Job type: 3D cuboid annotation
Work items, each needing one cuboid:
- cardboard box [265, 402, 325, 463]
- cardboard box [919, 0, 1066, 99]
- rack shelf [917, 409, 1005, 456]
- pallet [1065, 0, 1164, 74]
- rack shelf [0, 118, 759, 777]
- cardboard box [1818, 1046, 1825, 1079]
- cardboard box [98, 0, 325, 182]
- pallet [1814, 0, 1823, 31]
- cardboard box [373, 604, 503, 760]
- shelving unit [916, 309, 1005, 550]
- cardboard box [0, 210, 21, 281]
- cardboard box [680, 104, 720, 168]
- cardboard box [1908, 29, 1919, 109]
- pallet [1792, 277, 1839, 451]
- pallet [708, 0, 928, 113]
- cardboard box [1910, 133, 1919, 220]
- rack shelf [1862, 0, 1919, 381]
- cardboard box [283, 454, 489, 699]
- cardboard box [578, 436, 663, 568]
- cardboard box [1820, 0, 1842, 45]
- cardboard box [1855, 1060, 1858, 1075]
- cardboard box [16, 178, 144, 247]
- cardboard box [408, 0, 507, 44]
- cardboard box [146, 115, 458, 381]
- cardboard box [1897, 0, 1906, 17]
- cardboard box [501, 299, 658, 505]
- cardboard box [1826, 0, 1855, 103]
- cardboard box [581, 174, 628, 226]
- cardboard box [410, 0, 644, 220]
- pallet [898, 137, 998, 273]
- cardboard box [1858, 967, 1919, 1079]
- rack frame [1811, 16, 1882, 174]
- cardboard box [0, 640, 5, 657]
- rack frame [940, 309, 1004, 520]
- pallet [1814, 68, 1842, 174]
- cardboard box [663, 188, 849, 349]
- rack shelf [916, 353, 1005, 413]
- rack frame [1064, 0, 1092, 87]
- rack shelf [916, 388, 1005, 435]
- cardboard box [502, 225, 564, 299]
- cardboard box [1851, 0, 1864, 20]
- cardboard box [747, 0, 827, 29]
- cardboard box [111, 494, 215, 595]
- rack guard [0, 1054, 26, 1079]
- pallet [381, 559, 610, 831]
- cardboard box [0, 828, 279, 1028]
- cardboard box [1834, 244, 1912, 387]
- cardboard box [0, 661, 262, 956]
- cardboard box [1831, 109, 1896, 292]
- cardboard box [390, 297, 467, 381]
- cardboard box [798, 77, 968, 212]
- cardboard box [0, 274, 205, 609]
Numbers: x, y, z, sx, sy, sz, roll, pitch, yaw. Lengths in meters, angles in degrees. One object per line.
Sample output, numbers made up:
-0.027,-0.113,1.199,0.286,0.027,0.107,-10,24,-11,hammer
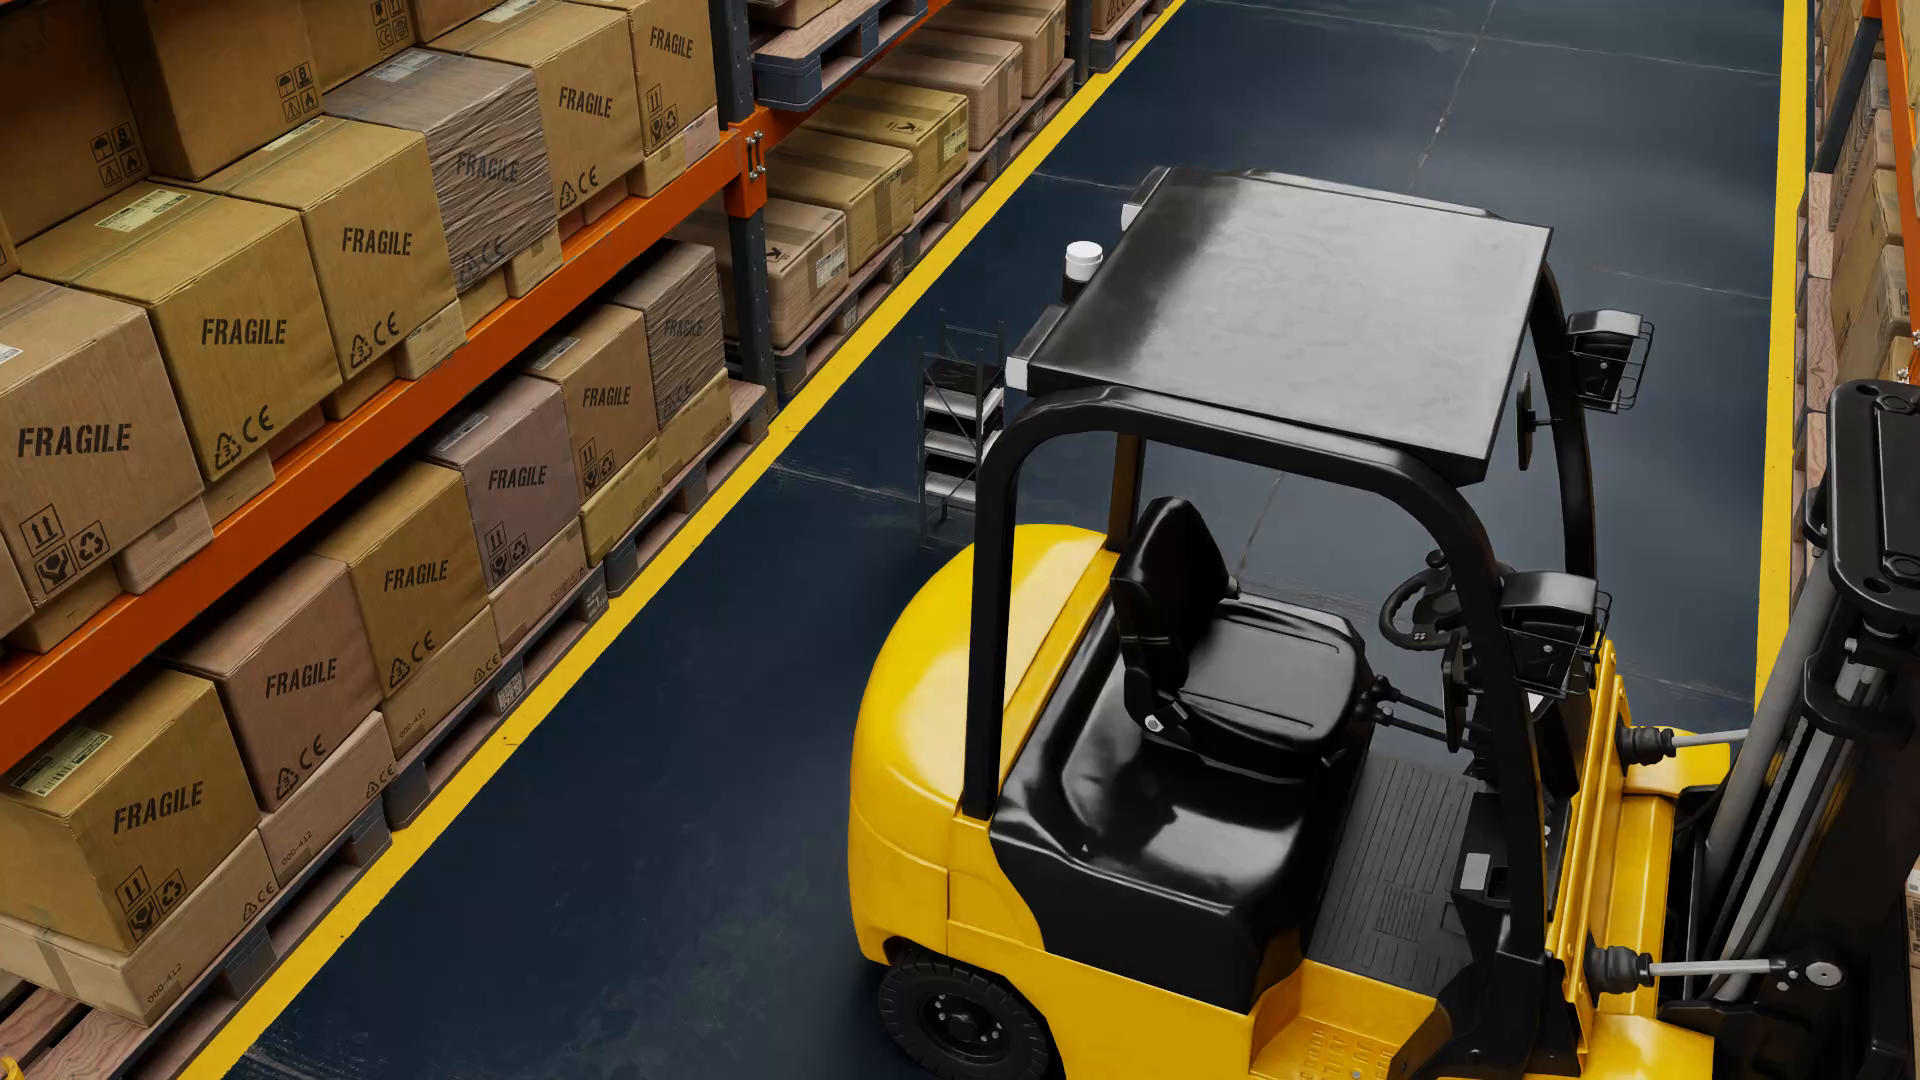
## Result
-1.934,-0.349,4.421,0.380,0.149,0.250,15,39,19,cardboard box
0.055,-2.831,9.376,0.950,0.372,0.625,11,38,15,cardboard box
0.003,-0.410,5.953,0.258,0.077,0.200,14,39,18,rack shelf
0.649,-3.328,10.526,1.003,0.211,1.213,14,39,18,pallet
-2.004,-0.415,4.901,1.077,0.370,4.000,14,39,18,rack shelf
2.287,1.293,3.961,0.500,0.250,0.500,15,39,19,cardboard box
-2.156,-1.317,4.340,0.700,0.500,0.500,14,39,17,cardboard box
6.118,-3.536,10.804,1.003,0.211,1.213,14,39,18,pallet
-1.805,0.367,5.199,0.500,0.250,0.500,16,40,21,cardboard box
0.003,-0.365,5.987,0.258,0.900,0.210,14,39,18,shelving unit
-2.573,-0.767,3.603,0.700,0.500,0.500,14,39,18,cardboard box
-1.083,-1.463,5.911,0.380,0.149,0.250,13,39,17,cardboard box
3.891,-1.796,6.272,0.500,0.250,0.500,15,39,19,cardboard box
4.056,-0.660,6.957,1.003,0.211,1.213,14,39,18,pallet
-0.818,-2.124,6.746,1.003,0.211,1.213,14,39,18,pallet
3.485,-1.240,5.529,0.500,0.250,0.500,14,39,17,cardboard box
4.110,-1.501,6.354,1.077,0.370,4.000,14,39,18,rack shelf
-1.800,0.073,4.966,0.500,0.500,0.500,15,39,19,cardboard box
-1.413,-0.192,5.947,0.500,0.250,0.500,13,39,17,cardboard box
5.410,-3.204,9.768,0.500,0.500,0.500,12,39,16,cardboard box
2.101,1.359,3.455,0.500,0.250,0.500,13,39,17,cardboard box
-2.425,-0.671,4.310,0.500,0.500,0.500,14,39,18,cardboard box
-1.826,-1.898,5.117,0.700,0.500,0.500,14,39,18,cardboard box
-1.755,-0.808,4.493,0.500,0.500,0.500,13,39,17,cardboard box
4.280,-2.369,7.040,0.500,0.250,0.500,13,39,17,cardboard box
-1.412,-0.507,5.743,0.500,0.500,0.500,15,39,19,cardboard box
5.033,-2.622,8.989,0.500,0.500,0.500,13,39,17,cardboard box
-1.343,-1.196,5.555,0.380,0.149,0.250,14,39,18,cardboard box
-1.372,-1.381,5.260,0.500,0.500,0.500,15,39,19,cardboard box
-0.485,-1.803,8.486,1.003,0.211,1.213,14,39,18,pallet
2.085,1.173,3.285,0.500,0.250,0.500,14,39,18,cardboard box
4.871,-2.897,7.620,1.000,3.000,0.127,14,39,18,rack frame
-2.361,0.220,3.659,0.380,0.149,0.250,14,39,18,cardboard box
0.042,-0.421,6.062,0.240,0.900,0.006,14,39,18,rack frame
5.190,-2.185,8.997,1.003,0.211,1.213,14,39,18,pallet
-1.046,-1.217,7.217,0.950,0.372,0.625,14,39,18,cardboard box
0.003,-0.554,5.845,0.258,0.077,0.200,14,39,18,rack shelf
0.279,-4.025,9.130,1.000,3.000,0.127,14,39,18,rack frame
0.003,-0.482,5.899,0.258,0.077,0.200,14,39,18,rack shelf
-1.467,-0.900,5.158,0.380,0.149,0.250,13,39,17,cardboard box
4.900,-2.813,8.703,0.380,0.149,0.250,12,38,15,cardboard box
-0.741,-2.112,6.430,0.380,0.149,0.250,14,39,18,cardboard box
-2.046,-0.038,4.005,0.380,0.149,0.250,14,39,18,cardboard box
-2.736,1.363,4.009,1.175,0.500,0.348,14,39,18,rack guard
-1.929,0.364,5.587,1.003,0.211,1.213,14,39,18,pallet
-2.202,0.953,4.415,0.500,0.250,0.500,14,39,17,cardboard box
3.839,-0.619,6.205,0.875,0.625,0.625,13,39,17,cardboard box
-2.194,0.640,4.208,0.500,0.500,0.500,13,39,16,cardboard box
4.379,-1.408,7.261,0.875,0.625,0.625,15,39,19,cardboard box
-1.656,-0.614,4.776,0.380,0.149,0.250,14,39,18,cardboard box
-0.512,-2.002,8.267,0.950,0.372,0.625,15,39,19,cardboard box
-2.134,-0.242,3.736,0.500,0.500,0.500,15,39,19,cardboard box
